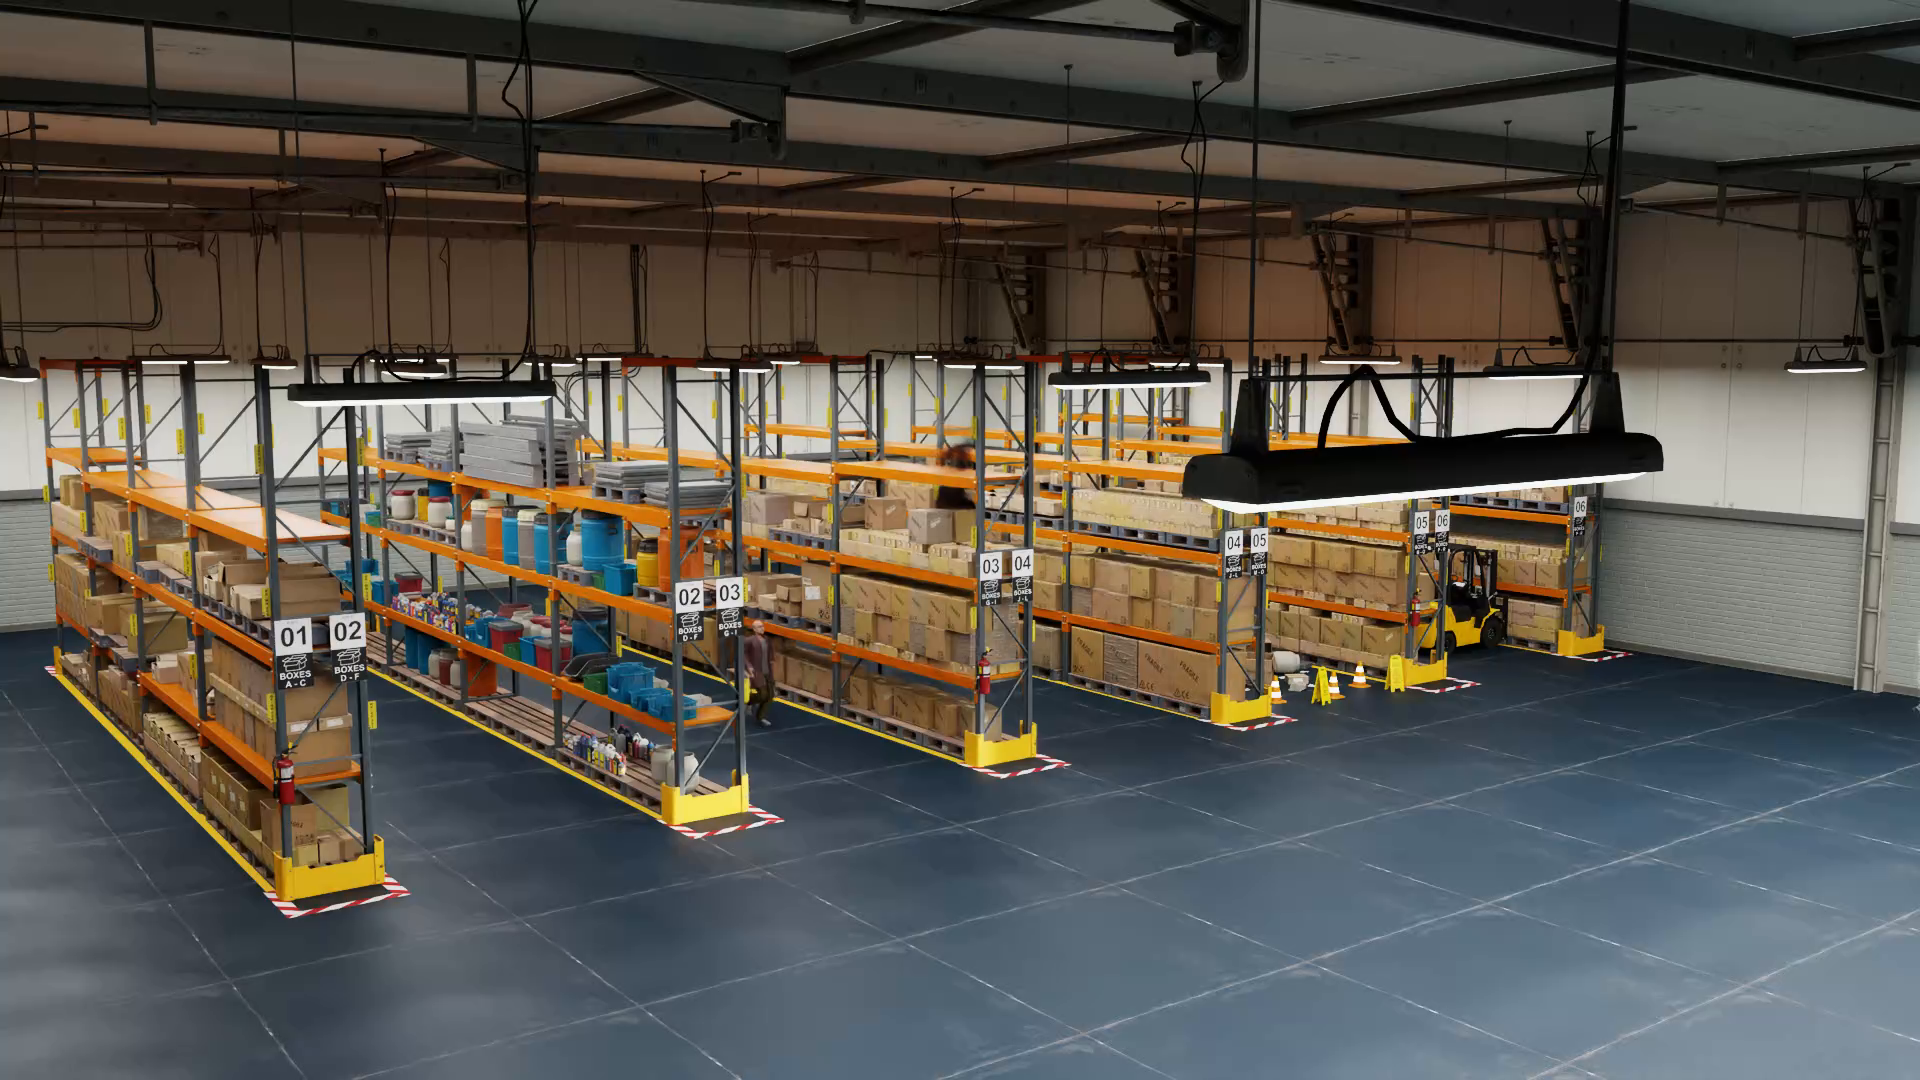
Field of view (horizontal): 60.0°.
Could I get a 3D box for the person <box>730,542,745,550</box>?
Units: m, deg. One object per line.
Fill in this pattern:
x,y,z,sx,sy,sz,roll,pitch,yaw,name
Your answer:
-5.695,0.511,41.724,0.684,1.710,0.800,-1,7,-11,person

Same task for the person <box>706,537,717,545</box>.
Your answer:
-6.128,0.636,40.388,0.753,1.695,0.552,4,8,28,person

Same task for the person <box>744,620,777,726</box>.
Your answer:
-3.329,2.187,27.473,0.640,1.737,0.709,6,9,43,person
